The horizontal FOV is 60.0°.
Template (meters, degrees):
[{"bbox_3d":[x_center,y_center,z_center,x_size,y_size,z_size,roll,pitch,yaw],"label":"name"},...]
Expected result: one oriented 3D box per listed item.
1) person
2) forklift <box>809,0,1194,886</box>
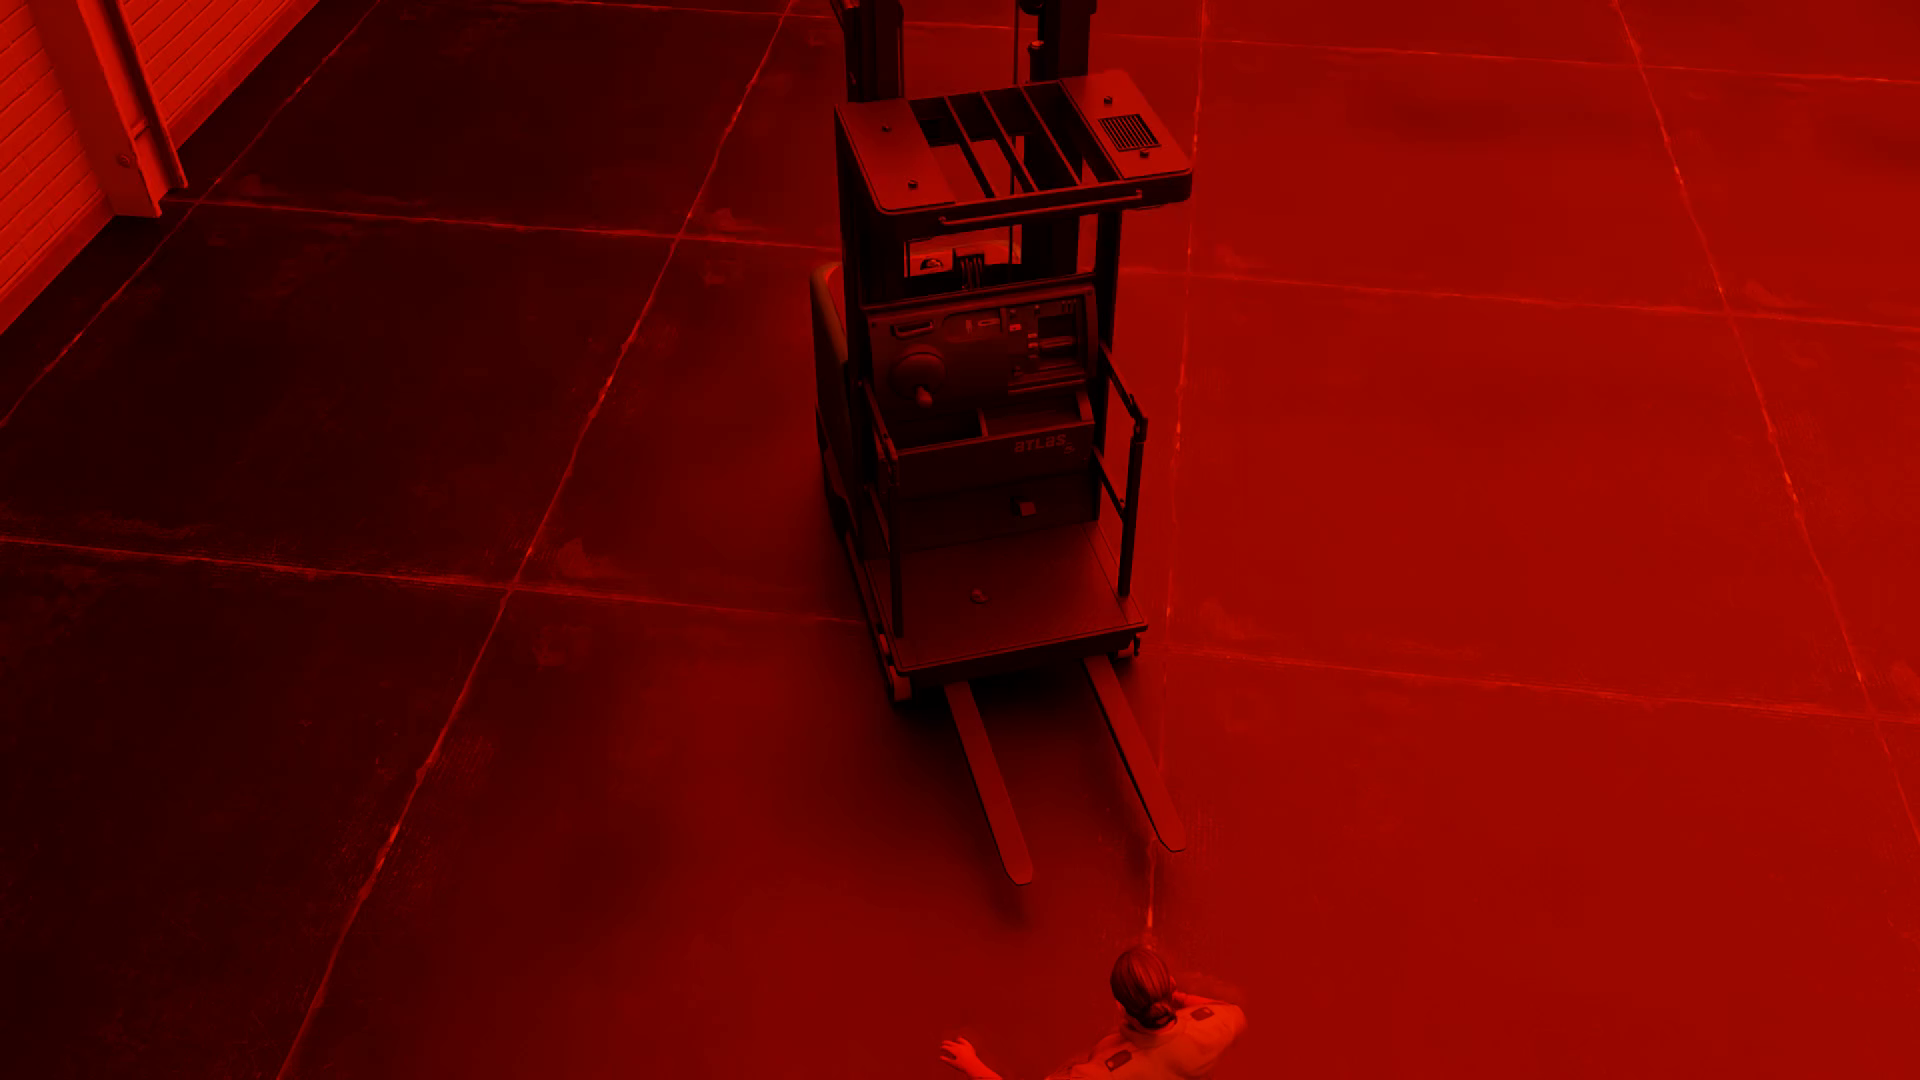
[{"bbox_3d":[0.430,1.667,5.005,1.230,1.465,0.896,-21,47,-21],"label":"person"},{"bbox_3d":[0.153,-0.681,6.465,1.130,2.935,3.031,-10,44,-11],"label":"forklift"}]
